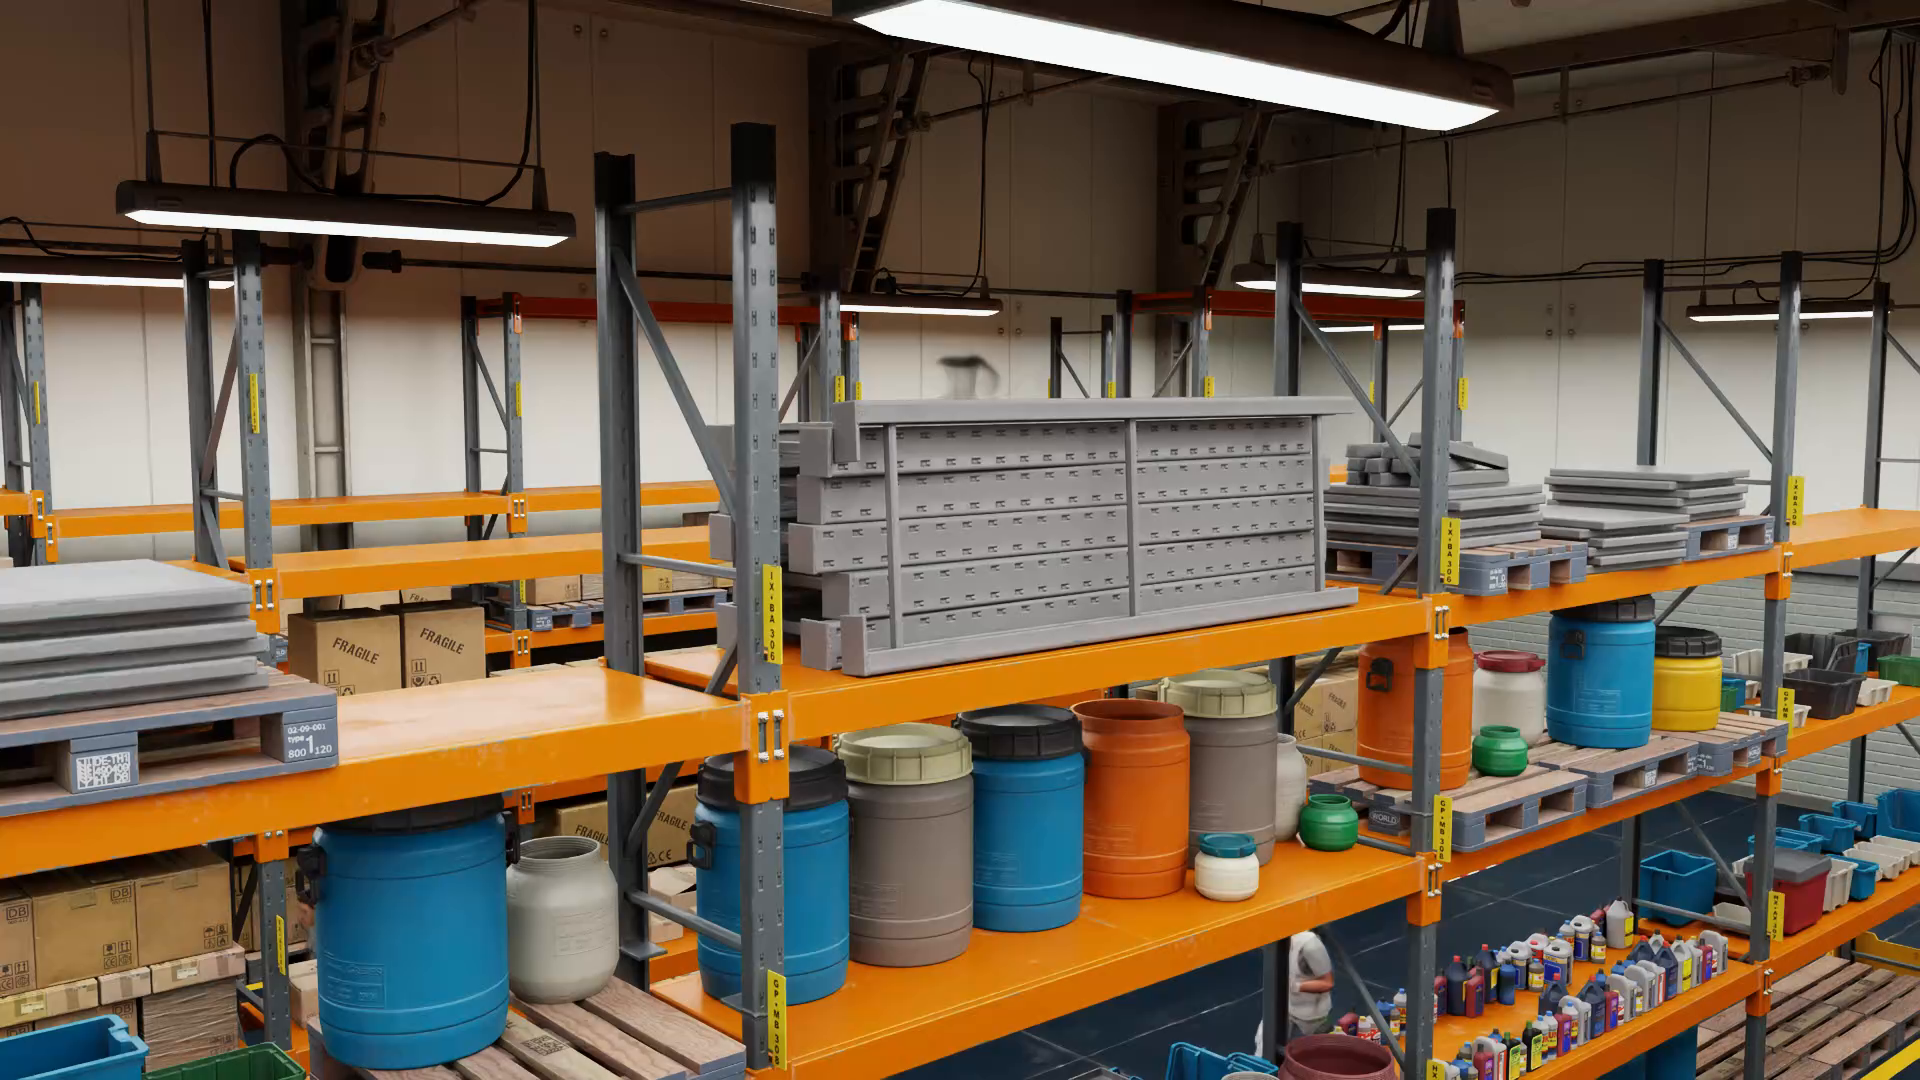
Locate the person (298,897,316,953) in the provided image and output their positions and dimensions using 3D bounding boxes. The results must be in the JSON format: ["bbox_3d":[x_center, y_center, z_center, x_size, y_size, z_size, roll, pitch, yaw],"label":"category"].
[{"bbox_3d":[-4.630,3.259,12.299,0.591,1.503,0.771,3,6,27],"label":"person"}]

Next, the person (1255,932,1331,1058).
[{"bbox_3d":[2.361,3.275,11.334,0.415,1.328,0.907,5,8,44],"label":"person"}]
